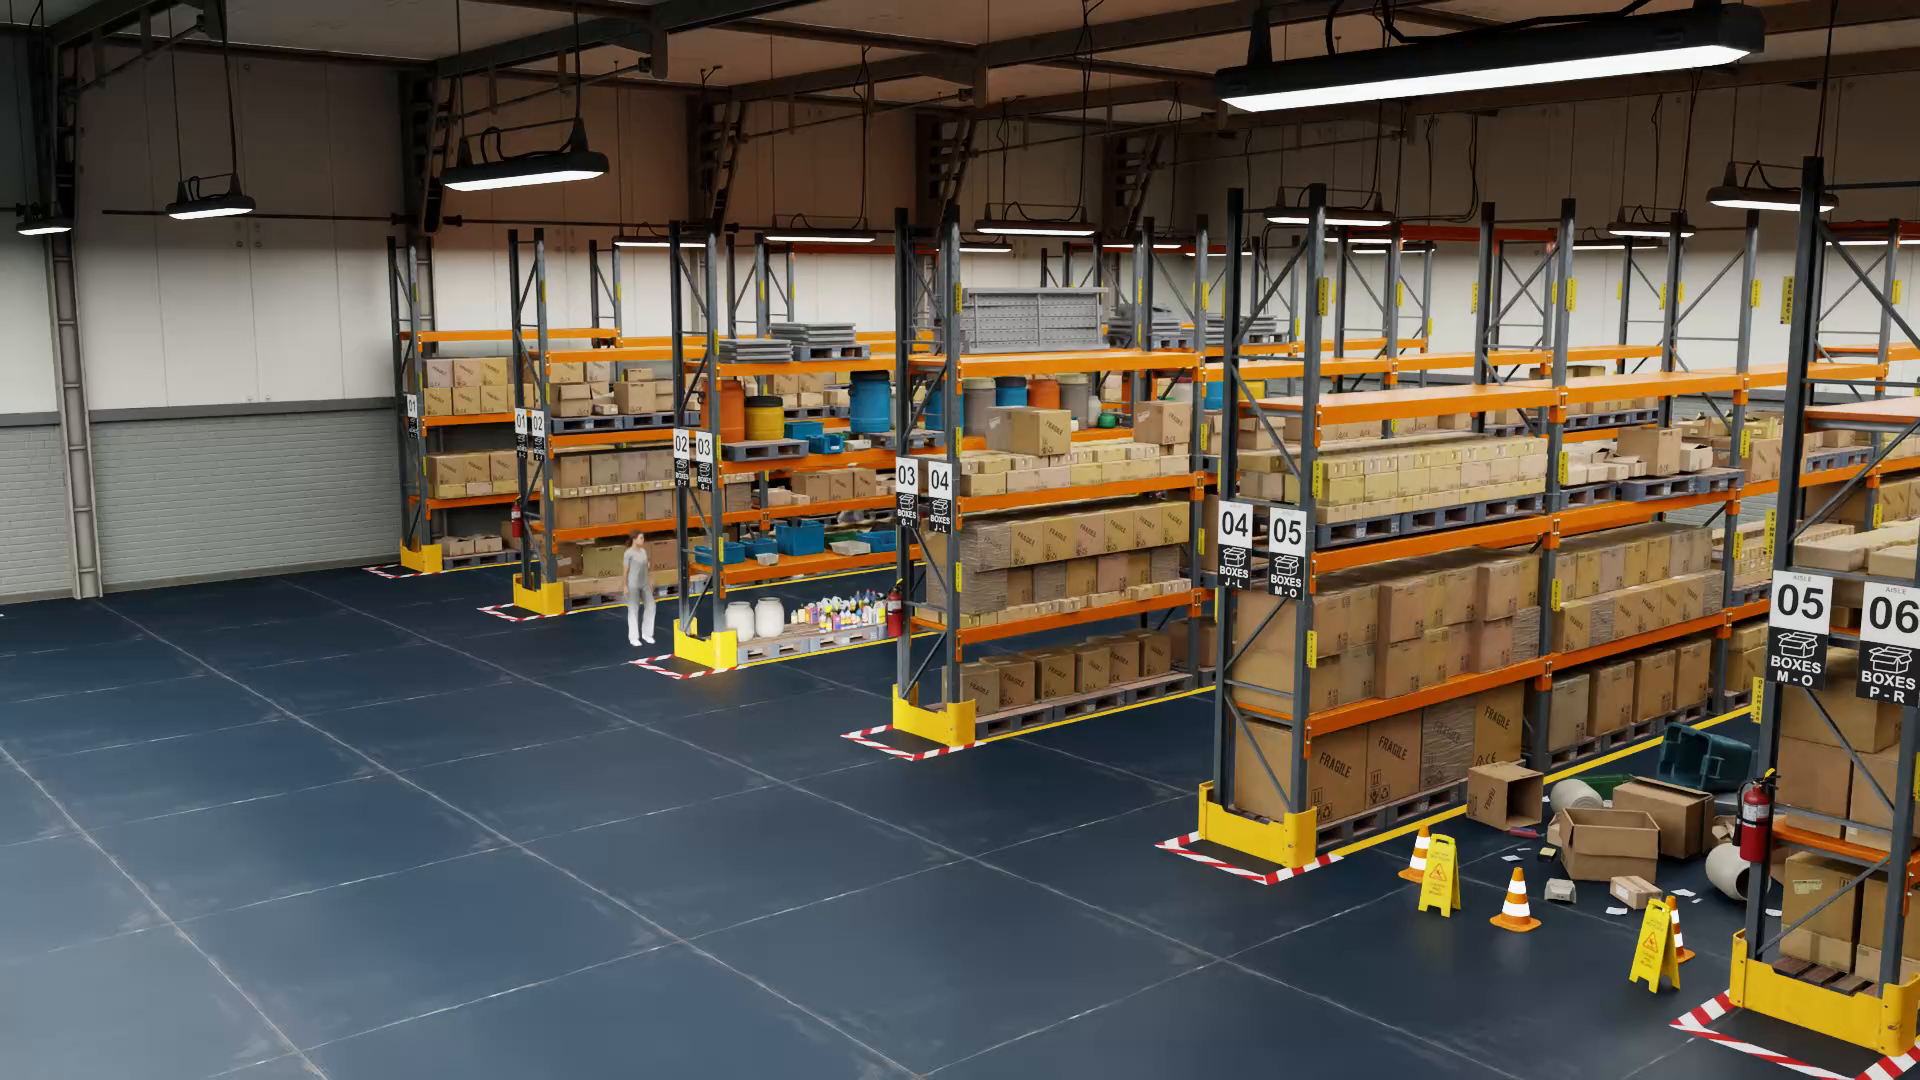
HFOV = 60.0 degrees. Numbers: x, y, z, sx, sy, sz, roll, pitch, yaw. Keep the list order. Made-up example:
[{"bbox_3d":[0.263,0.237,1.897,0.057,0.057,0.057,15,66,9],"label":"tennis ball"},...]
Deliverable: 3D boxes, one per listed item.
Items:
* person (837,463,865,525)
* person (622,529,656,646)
[{"bbox_3d":[-2.117,-0.683,32.725,0.877,1.807,0.767,-7,11,-39],"label":"person"},{"bbox_3d":[-4.649,0.694,23.969,0.344,1.712,0.526,7,11,38],"label":"person"}]
